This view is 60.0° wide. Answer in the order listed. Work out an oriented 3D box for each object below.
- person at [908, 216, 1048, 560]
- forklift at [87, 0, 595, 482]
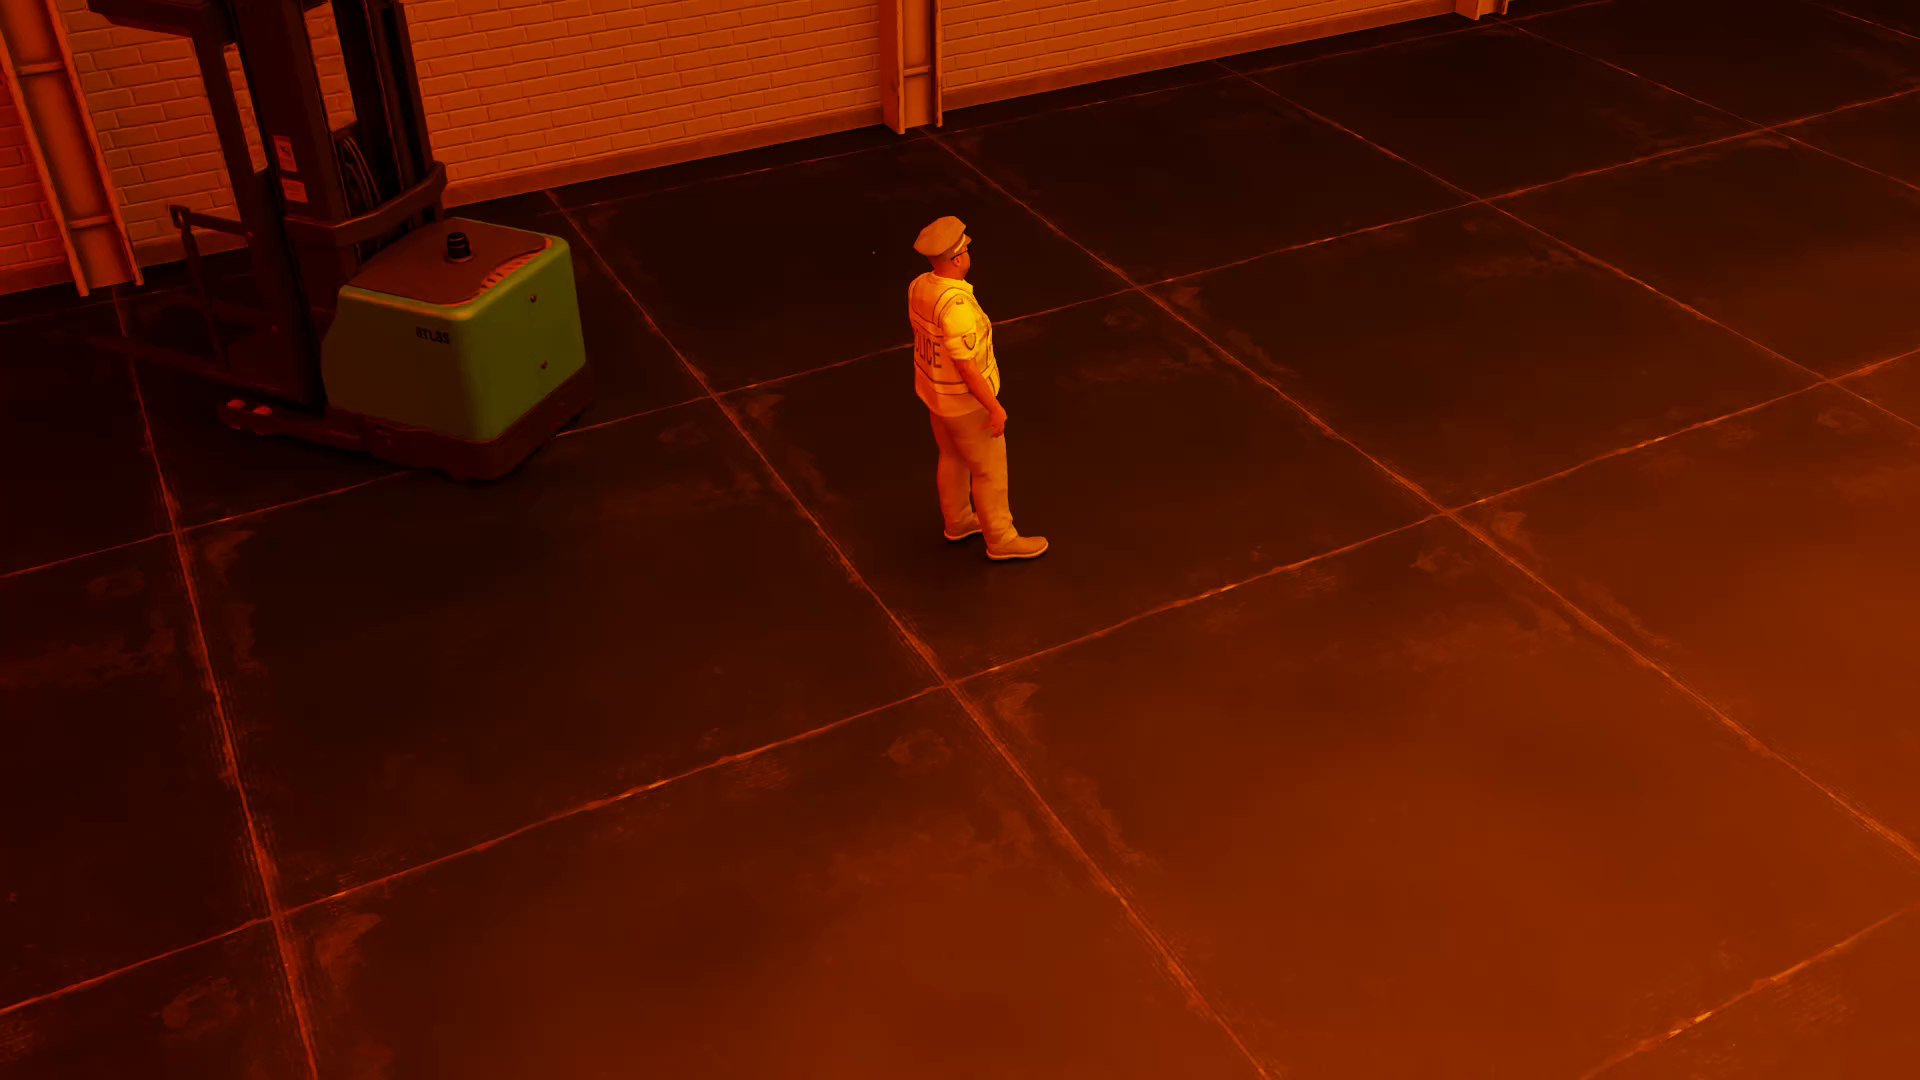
[{"bbox_3d":[0.074,-0.748,8.165,0.575,1.781,0.640,-17,39,-23],"label":"person"},{"bbox_3d":[-3.702,-2.058,9.035,3.031,2.935,1.130,14,37,18],"label":"forklift"}]
